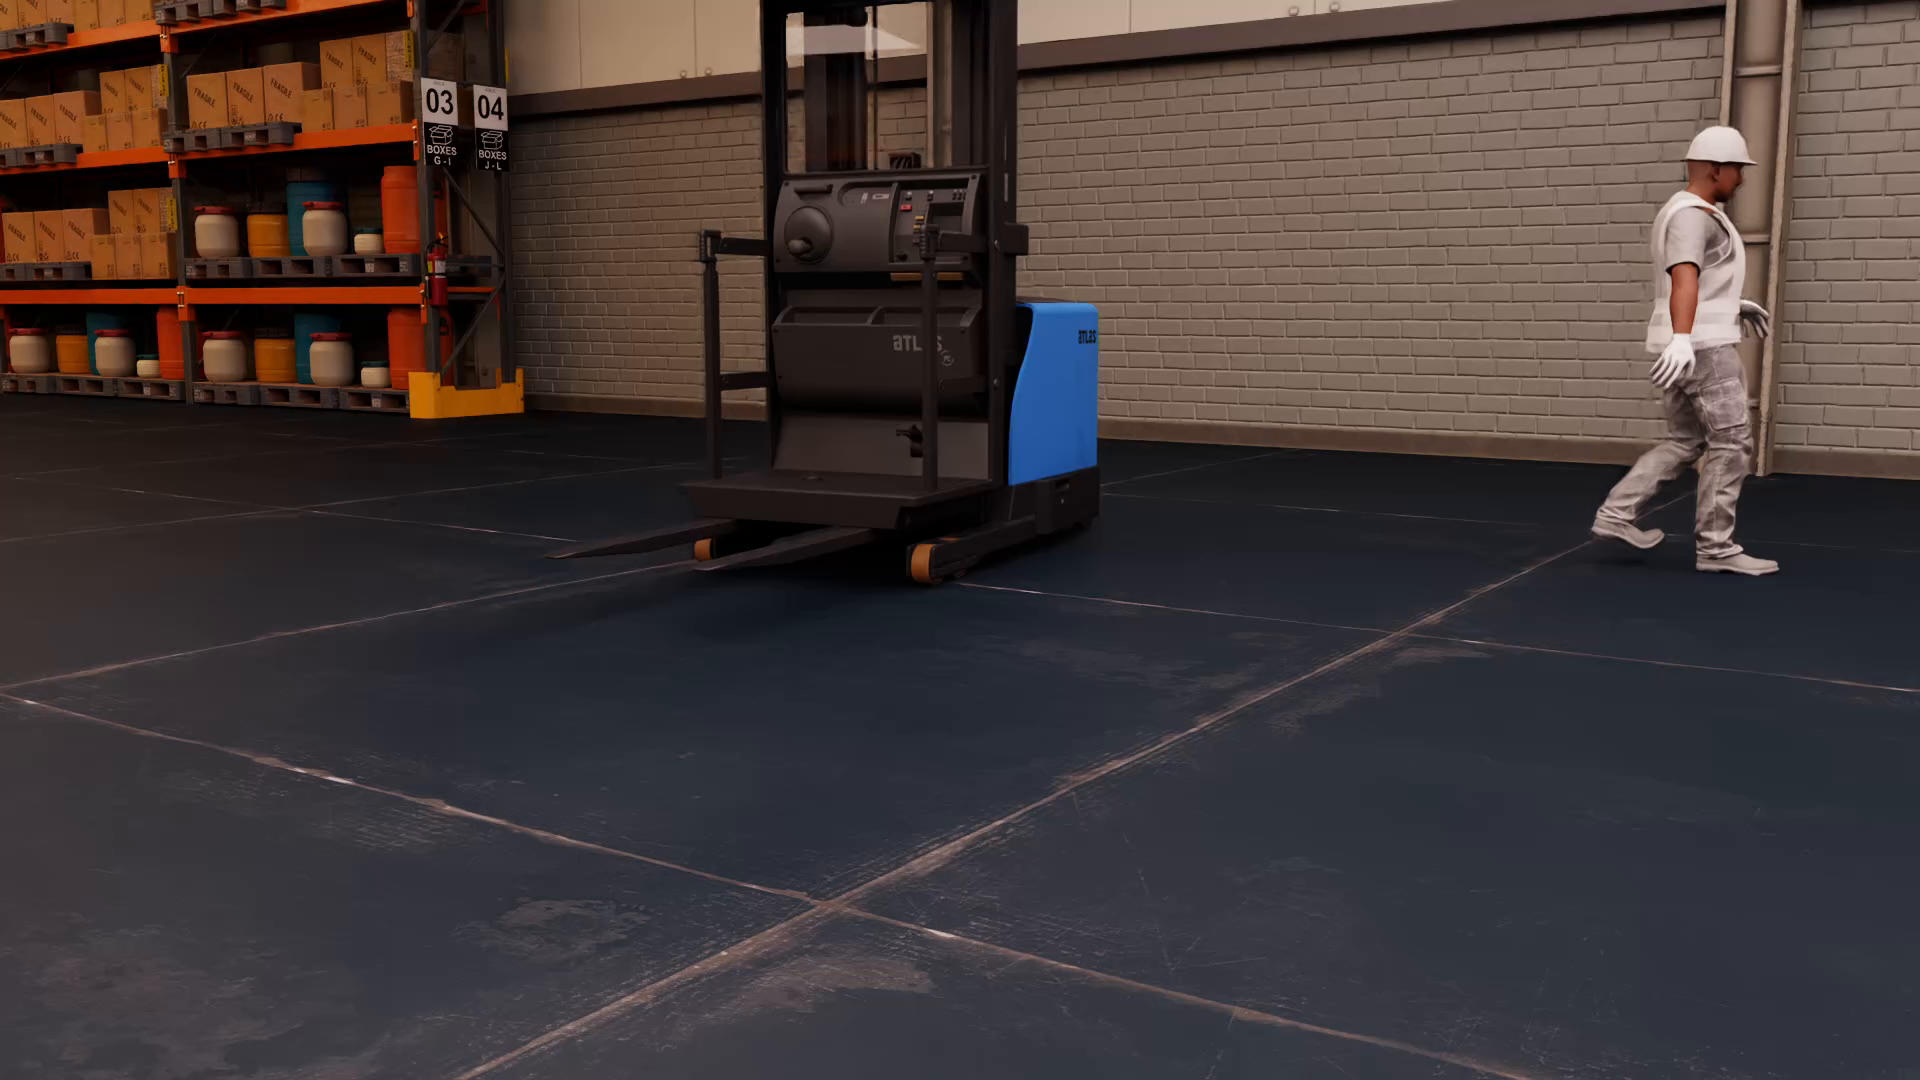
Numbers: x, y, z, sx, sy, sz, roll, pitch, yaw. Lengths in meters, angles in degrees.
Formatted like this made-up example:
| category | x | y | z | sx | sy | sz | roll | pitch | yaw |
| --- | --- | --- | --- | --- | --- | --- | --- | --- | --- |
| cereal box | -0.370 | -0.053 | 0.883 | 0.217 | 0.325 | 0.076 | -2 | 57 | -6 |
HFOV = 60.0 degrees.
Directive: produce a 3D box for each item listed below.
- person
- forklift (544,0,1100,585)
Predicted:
| category | x | y | z | sx | sy | sz | roll | pitch | yaw |
| --- | --- | --- | --- | --- | --- | --- | --- | --- | --- |
| person | 2.969 | -0.753 | 6.659 | 0.728 | 1.761 | 0.944 | 2 | 8 | 11 |
| forklift | -0.441 | -1.346 | 6.657 | 1.130 | 2.935 | 3.031 | 4 | 9 | 26 |
